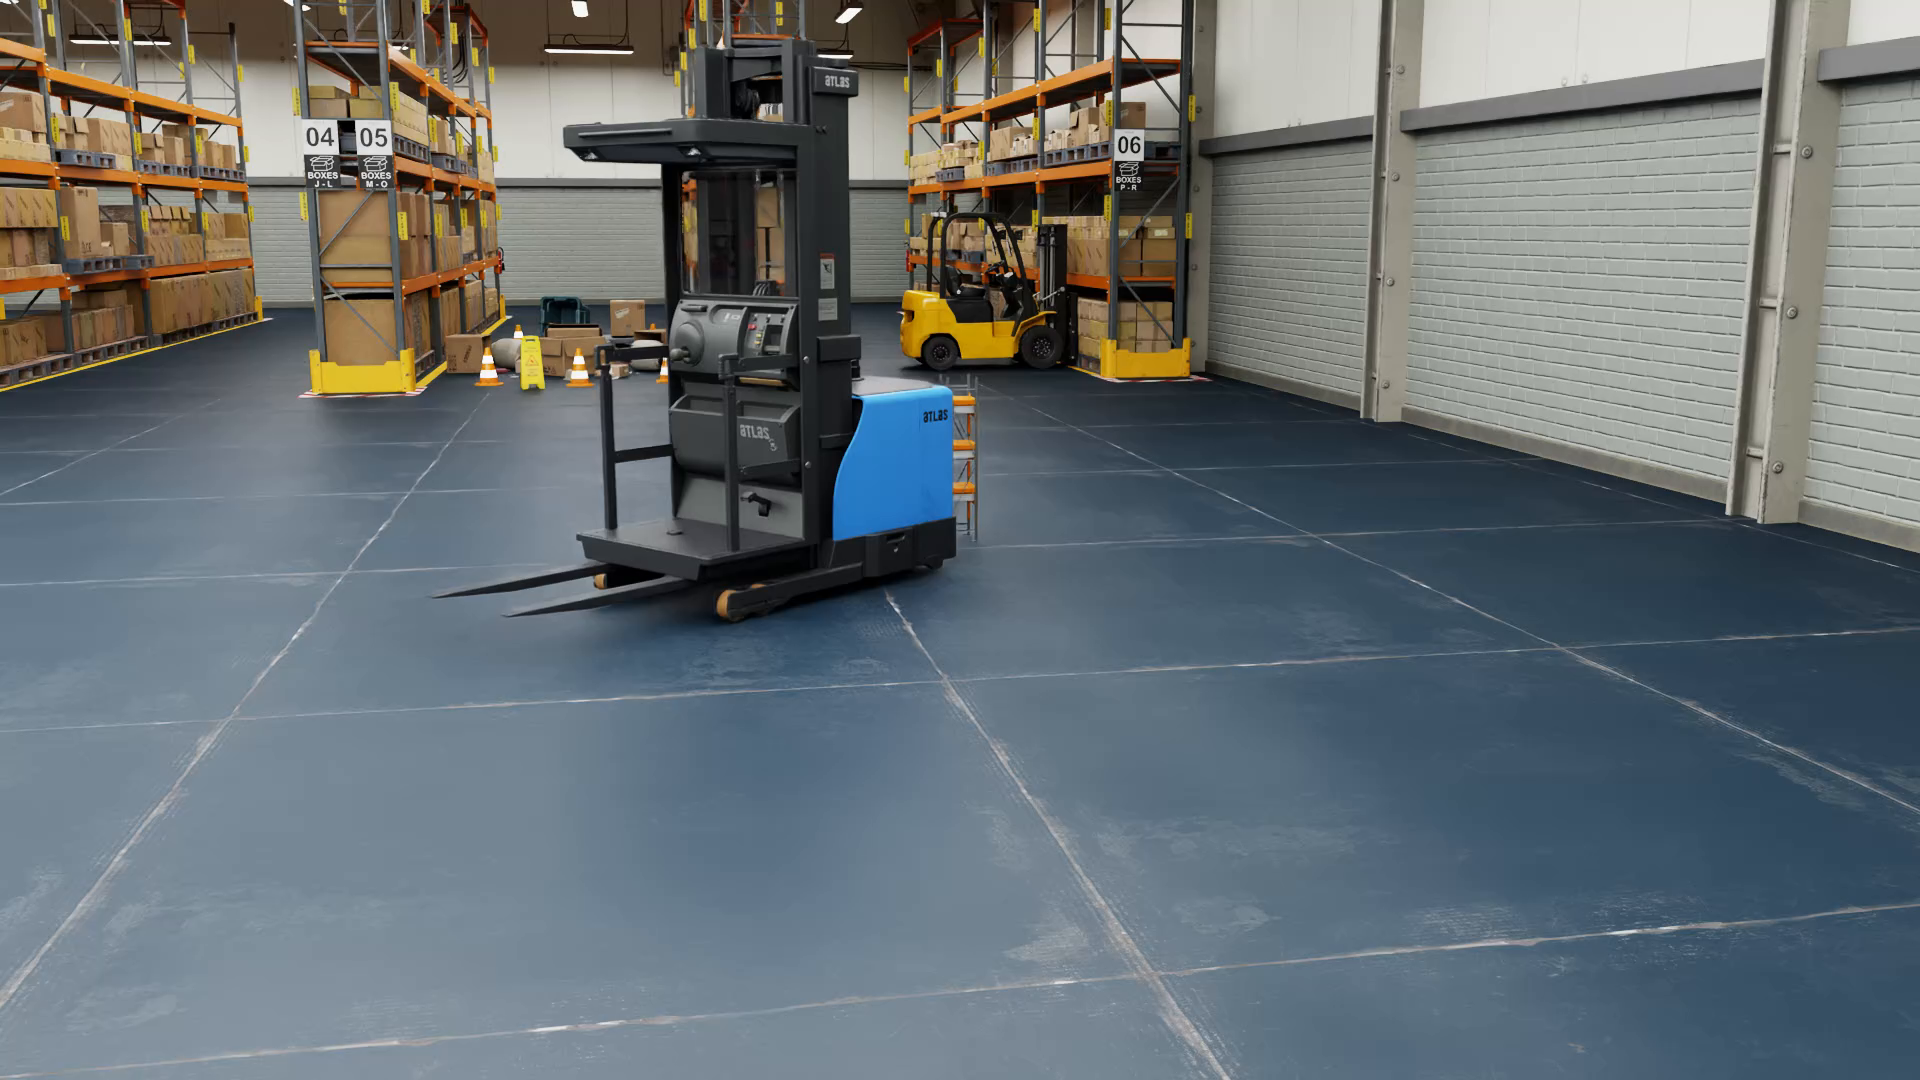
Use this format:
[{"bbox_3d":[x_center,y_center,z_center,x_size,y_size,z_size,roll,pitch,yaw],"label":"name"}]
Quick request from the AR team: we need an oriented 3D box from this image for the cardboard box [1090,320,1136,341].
[{"bbox_3d":[2.067,-2.845,22.518,0.500,0.250,0.500,-2,11,-12],"label":"cardboard box"}]

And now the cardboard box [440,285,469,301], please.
[{"bbox_3d":[-8.688,-4.236,28.486,0.500,0.250,0.500,-3,11,-14],"label":"cardboard box"}]

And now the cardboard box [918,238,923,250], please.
[{"bbox_3d":[-0.619,-6.395,35.879,0.500,0.250,0.500,-2,11,-12],"label":"cardboard box"}]

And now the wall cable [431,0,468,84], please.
[{"bbox_3d":[-12.951,-11.749,39.755,2.277,5.999,0.120,-2,11,-11],"label":"wall cable"}]

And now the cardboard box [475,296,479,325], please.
[{"bbox_3d":[-8.984,-4.151,30.045,0.500,0.500,0.500,-2,11,-12],"label":"cardboard box"}]

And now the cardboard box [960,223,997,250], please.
[{"bbox_3d":[0.414,-5.683,31.135,0.797,0.503,0.637,-2,11,-12],"label":"cardboard box"}]

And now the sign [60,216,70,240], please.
[{"bbox_3d":[-12.368,-4.305,22.976,0.100,0.325,0.005,-2,11,-11],"label":"sign"}]

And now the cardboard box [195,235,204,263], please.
[{"bbox_3d":[-14.096,-5.299,30.247,0.500,0.500,0.500,-2,11,-11],"label":"cardboard box"}]

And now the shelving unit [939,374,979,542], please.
[{"bbox_3d":[-0.010,-0.526,10.650,0.215,1.050,0.252,-2,11,-11],"label":"shelving unit"}]

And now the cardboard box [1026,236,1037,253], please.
[{"bbox_3d":[1.344,-4.653,26.183,0.500,0.250,0.500,-2,11,-12],"label":"cardboard box"}]

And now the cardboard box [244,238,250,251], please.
[{"bbox_3d":[-14.878,-6.053,34.079,0.500,0.250,0.500,-2,11,-12],"label":"cardboard box"}]

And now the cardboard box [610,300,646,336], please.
[{"bbox_3d":[-4.918,-3.293,24.634,0.500,0.500,0.500,-2,11,-11],"label":"cardboard box"}]

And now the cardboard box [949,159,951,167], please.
[{"bbox_3d":[0.003,-7.216,31.847,0.380,0.149,0.250,-2,11,-12],"label":"cardboard box"}]

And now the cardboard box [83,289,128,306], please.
[{"bbox_3d":[-13.517,-3.827,26.283,0.500,0.250,0.500,-2,11,-9],"label":"cardboard box"}]

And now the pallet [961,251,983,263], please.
[{"bbox_3d":[0.712,-5.161,30.304,1.213,0.211,1.003,-2,11,-11],"label":"pallet"}]

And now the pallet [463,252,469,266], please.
[{"bbox_3d":[-9.035,-4.787,28.335,1.213,0.211,1.003,-2,11,-11],"label":"pallet"}]

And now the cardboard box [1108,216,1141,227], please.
[{"bbox_3d":[2.192,-4.238,22.144,0.380,0.149,0.250,-2,11,-11],"label":"cardboard box"}]

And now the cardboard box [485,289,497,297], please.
[{"bbox_3d":[-9.828,-5.140,34.591,0.380,0.149,0.250,-2,11,-12],"label":"cardboard box"}]

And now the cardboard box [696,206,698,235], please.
[{"bbox_3d":[-4.421,-5.672,29.532,0.500,0.500,0.500,-2,11,-10],"label":"cardboard box"}]

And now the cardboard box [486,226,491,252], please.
[{"bbox_3d":[-9.585,-5.967,32.961,0.500,0.500,0.500,-2,11,-12],"label":"cardboard box"}]

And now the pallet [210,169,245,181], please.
[{"bbox_3d":[-15.078,-7.354,33.525,1.003,0.211,1.213,-2,11,-11],"label":"pallet"}]

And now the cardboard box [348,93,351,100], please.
[{"bbox_3d":[-7.830,-5.520,20.800,0.380,0.149,0.250,-2,11,-11],"label":"cardboard box"}]

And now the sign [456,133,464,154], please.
[{"bbox_3d":[-8.246,-6.539,27.413,0.100,0.325,0.005,-2,11,-11],"label":"sign"}]

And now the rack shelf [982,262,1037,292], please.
[{"bbox_3d":[1.301,-4.413,27.786,1.077,0.370,4.000,-2,11,-11],"label":"rack shelf"}]

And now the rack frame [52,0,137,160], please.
[{"bbox_3d":[-13.677,-7.539,26.240,1.000,3.000,0.127,-2,11,-11],"label":"rack frame"}]

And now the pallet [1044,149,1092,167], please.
[{"bbox_3d":[1.882,-5.675,24.703,1.003,0.211,1.213,-2,11,-11],"label":"pallet"}]

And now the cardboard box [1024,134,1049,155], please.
[{"bbox_3d":[1.311,-6.209,26.122,0.500,0.311,0.500,-2,11,-13],"label":"cardboard box"}]

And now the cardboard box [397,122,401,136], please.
[{"bbox_3d":[-7.038,-5.013,20.274,0.380,0.149,0.250,-2,11,-10],"label":"cardboard box"}]

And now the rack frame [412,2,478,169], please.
[{"bbox_3d":[-9.570,-8.435,30.944,1.000,3.000,0.127,-2,11,-11],"label":"rack frame"}]

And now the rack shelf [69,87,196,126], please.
[{"bbox_3d":[-14.066,-7.356,28.272,1.077,0.370,4.000,-2,11,-11],"label":"rack shelf"}]

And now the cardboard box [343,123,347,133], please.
[{"bbox_3d":[-7.732,-5.034,20.382,0.380,0.149,0.250,-2,11,-10],"label":"cardboard box"}]

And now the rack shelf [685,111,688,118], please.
[{"bbox_3d":[-5.123,-8.450,34.019,1.077,0.370,4.000,-2,11,-11],"label":"rack shelf"}]

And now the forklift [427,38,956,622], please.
[{"bbox_3d":[-1.360,-1.127,8.779,1.130,2.935,3.031,9,14,39],"label":"forklift"}]

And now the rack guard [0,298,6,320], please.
[{"bbox_3d":[-20.108,-4.655,33.818,1.175,0.500,0.348,-2,11,-11],"label":"rack guard"}]

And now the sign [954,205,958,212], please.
[{"bbox_3d":[-0.095,-7.341,37.304,0.100,0.325,0.005,-2,11,-11],"label":"sign"}]

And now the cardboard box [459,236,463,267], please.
[{"bbox_3d":[-8.441,-4.730,27.259,0.500,0.500,0.500,-2,11,-11],"label":"cardboard box"}]

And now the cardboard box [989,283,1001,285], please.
[{"bbox_3d":[0.677,-4.916,32.332,0.380,0.149,0.250,-2,11,-9],"label":"cardboard box"}]

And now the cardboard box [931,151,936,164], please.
[{"bbox_3d":[-0.307,-7.835,34.087,0.500,0.250,0.500,-2,11,-12],"label":"cardboard box"}]

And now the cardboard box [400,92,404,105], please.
[{"bbox_3d":[-7.135,-5.496,20.676,0.380,0.149,0.250,-2,11,-10],"label":"cardboard box"}]

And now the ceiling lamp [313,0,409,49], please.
[{"bbox_3d":[-13.267,-12.458,36.474,2.000,3.185,0.800,-2,11,-11],"label":"ceiling lamp"}]

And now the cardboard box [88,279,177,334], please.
[{"bbox_3d":[-13.790,-3.882,27.629,1.225,0.875,0.875,-3,11,-14],"label":"cardboard box"}]

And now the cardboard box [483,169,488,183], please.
[{"bbox_3d":[-9.589,-7.170,32.722,0.500,0.250,0.500,-2,11,-9],"label":"cardboard box"}]

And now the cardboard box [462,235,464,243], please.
[{"bbox_3d":[-8.896,-5.269,29.112,0.380,0.149,0.250,-2,11,-11],"label":"cardboard box"}]

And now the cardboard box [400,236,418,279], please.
[{"bbox_3d":[-7.466,-3.634,21.366,0.875,0.550,0.550,-2,11,-11],"label":"cardboard box"}]

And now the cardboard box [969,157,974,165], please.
[{"bbox_3d":[0.383,-7.023,30.883,0.380,0.149,0.250,-2,11,-9],"label":"cardboard box"}]

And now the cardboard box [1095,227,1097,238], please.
[{"bbox_3d":[2.057,-4.183,22.650,0.380,0.149,0.250,-2,11,-10],"label":"cardboard box"}]

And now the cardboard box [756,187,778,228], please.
[{"bbox_3d":[-2.713,-4.257,21.305,0.700,0.500,0.500,-2,11,-12],"label":"cardboard box"}]

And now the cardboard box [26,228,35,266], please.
[{"bbox_3d":[-12.809,-3.876,21.975,0.875,0.500,0.500,-2,11,-11],"label":"cardboard box"}]

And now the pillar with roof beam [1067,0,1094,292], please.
[{"bbox_3d":[-2.173,-7.718,27.179,9.100,9.000,0.400,-2,11,-11],"label":"pillar with roof beam"}]

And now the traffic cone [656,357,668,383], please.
[{"bbox_3d":[-3.749,-2.271,21.390,0.336,0.463,0.334,-2,11,-11],"label":"traffic cone"}]

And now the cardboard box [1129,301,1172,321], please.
[{"bbox_3d":[2.561,-3.108,22.561,0.500,0.250,0.500,-2,11,-12],"label":"cardboard box"}]

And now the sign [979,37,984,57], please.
[{"bbox_3d":[0.382,-8.557,28.877,0.100,0.325,0.005,-2,11,-11],"label":"sign"}]

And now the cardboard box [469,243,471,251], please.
[{"bbox_3d":[-9.152,-5.365,30.412,0.380,0.149,0.250,-3,11,-14],"label":"cardboard box"}]

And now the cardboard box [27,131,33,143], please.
[{"bbox_3d":[-12.456,-5.310,21.885,0.380,0.149,0.250,-3,11,-14],"label":"cardboard box"}]

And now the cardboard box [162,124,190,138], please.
[{"bbox_3d":[-14.631,-7.645,31.154,0.500,0.250,0.500,-3,11,-15],"label":"cardboard box"}]

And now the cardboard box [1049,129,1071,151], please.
[{"bbox_3d":[1.613,-5.924,24.623,0.500,0.311,0.500,-2,11,-10],"label":"cardboard box"}]
